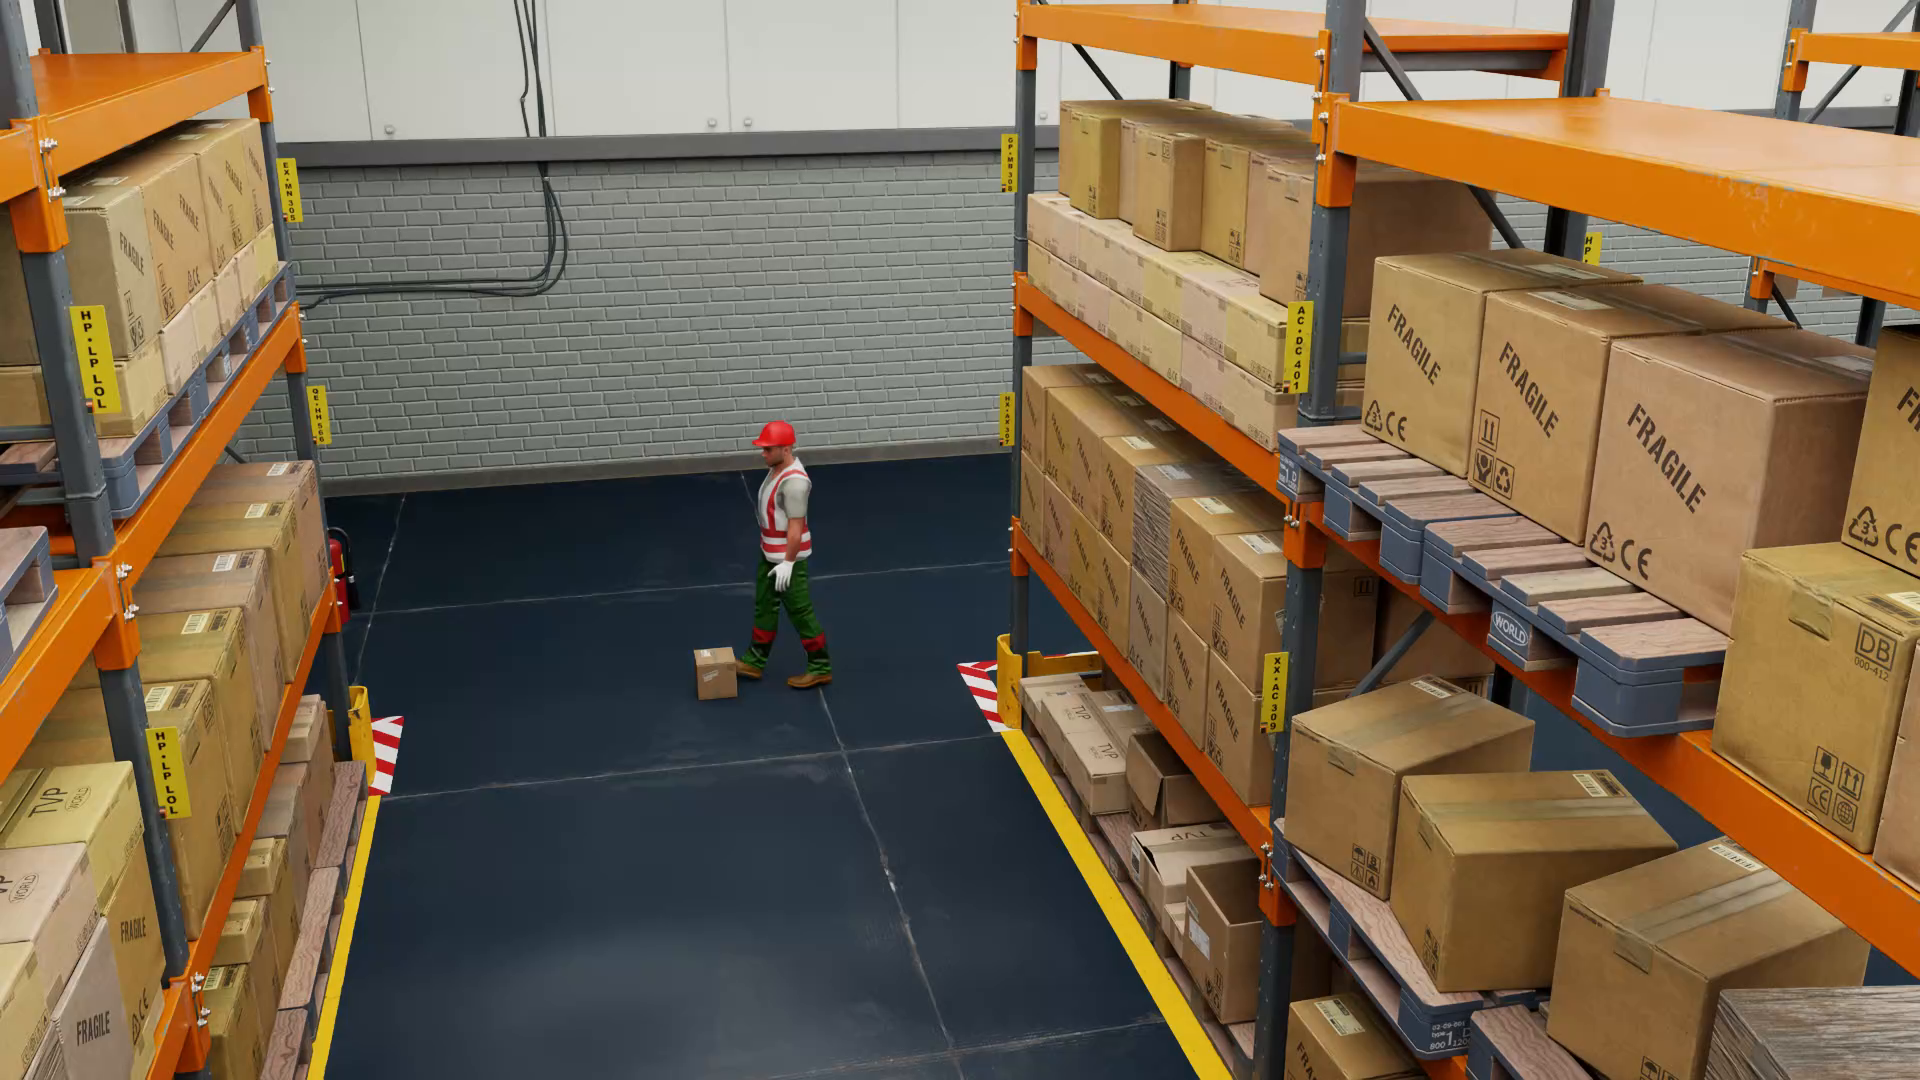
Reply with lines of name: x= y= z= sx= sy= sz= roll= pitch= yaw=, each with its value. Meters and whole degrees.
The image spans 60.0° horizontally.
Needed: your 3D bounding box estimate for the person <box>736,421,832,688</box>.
person: x=-1.217 y=0.105 z=10.707 sx=0.715 sy=1.781 sz=0.567 roll=-6 pitch=20 yaw=-17
